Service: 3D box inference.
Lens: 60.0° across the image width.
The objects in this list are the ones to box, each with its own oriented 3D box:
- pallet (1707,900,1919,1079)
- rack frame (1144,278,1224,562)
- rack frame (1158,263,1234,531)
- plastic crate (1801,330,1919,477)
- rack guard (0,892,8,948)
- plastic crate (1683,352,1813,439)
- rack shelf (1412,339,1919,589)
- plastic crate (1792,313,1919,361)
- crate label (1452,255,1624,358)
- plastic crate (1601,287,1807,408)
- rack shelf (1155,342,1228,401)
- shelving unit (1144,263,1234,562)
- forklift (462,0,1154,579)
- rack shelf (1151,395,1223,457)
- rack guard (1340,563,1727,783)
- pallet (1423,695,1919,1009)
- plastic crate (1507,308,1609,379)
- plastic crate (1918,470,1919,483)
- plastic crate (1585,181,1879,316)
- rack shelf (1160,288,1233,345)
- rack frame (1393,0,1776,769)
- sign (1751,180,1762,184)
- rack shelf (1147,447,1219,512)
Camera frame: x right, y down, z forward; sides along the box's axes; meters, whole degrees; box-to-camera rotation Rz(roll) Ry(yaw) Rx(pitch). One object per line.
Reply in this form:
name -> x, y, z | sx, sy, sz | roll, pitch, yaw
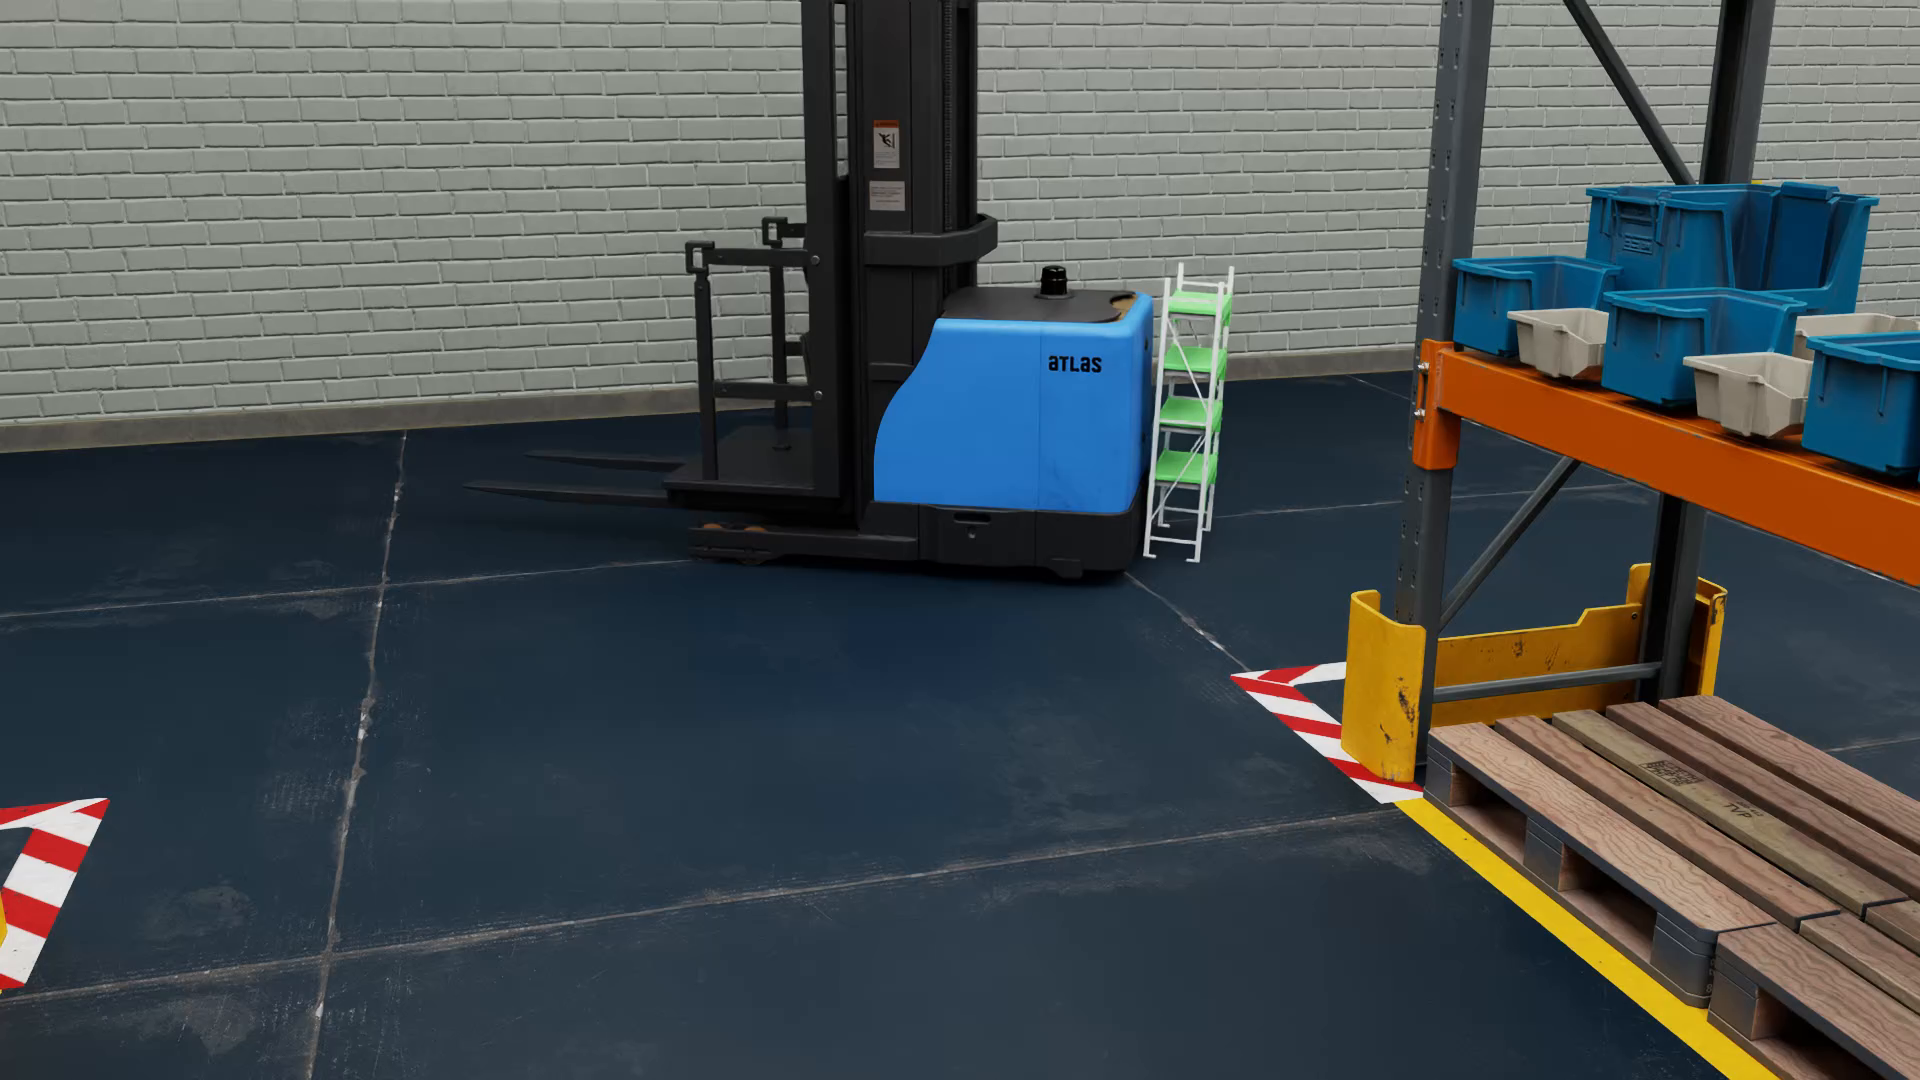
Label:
pallet -> 2.341, 1.117, 3.367 | 1.003, 0.211, 1.213 | -5, 17, -15
rack frame -> 0.936, -0.492, 6.984 | 0.240, 1.200, 0.015 | 6, 18, 12
rack frame -> 1.051, -0.628, 7.438 | 0.240, 1.200, 0.015 | 6, 18, 12
plastic crate -> 1.933, -0.277, 3.346 | 0.416, 0.233, 0.300 | -5, 17, -15
rack guard -> -2.923, 0.822, 3.846 | 1.175, 0.500, 0.348 | -5, 17, -15
plastic crate -> 1.766, -0.312, 3.630 | 0.250, 0.136, 0.298 | -5, 17, -15
rack shelf -> 2.369, 0.111, 3.119 | 1.077, 0.370, 4.000 | -5, 17, -15
plastic crate -> 2.218, -0.478, 4.183 | 0.396, 0.136, 0.243 | -5, 17, -15
crate label -> 1.571, -0.641, 4.558 | 0.416, 0.233, 0.303 | -5, 17, -15
plastic crate -> 1.752, -0.459, 3.952 | 0.416, 0.233, 0.300 | -5, 17, -15
rack shelf -> 1.001, -0.728, 7.159 | 0.258, 0.148, 0.480 | 6, 18, 12
shelving unit -> 0.994, -0.560, 7.211 | 0.258, 1.200, 0.503 | 6, 18, 12
forklift -> -0.697, -1.439, 7.146 | 3.031, 2.935, 1.130 | 3, 17, 11
rack shelf -> 0.991, -0.499, 7.230 | 0.258, 0.148, 0.480 | 6, 18, 12
rack guard -> 1.801, 0.405, 5.235 | 1.175, 0.500, 0.348 | -5, 17, -15
pallet -> 2.009, 0.780, 4.488 | 1.003, 0.211, 1.213 | -5, 17, -15
plastic crate -> 1.579, -0.499, 4.255 | 0.250, 0.136, 0.298 | -5, 17, -15
plastic crate -> 2.015, -0.194, 3.069 | 0.416, 0.233, 0.300 | -5, 17, -15
plastic crate -> 2.091, -0.754, 4.584 | 0.616, 0.435, 0.499 | -5, 17, -15
rack shelf -> 1.011, -0.957, 7.087 | 0.258, 0.148, 0.480 | 6, 18, 12
rack frame -> 1.820, -0.787, 4.857 | 1.000, 3.000, 0.127 | -5, 17, -15
sign -> 2.344, -0.913, 4.993 | 0.100, 0.325, 0.005 | -5, 17, -15
rack shelf -> 0.981, -0.270, 7.302 | 0.258, 0.148, 0.480 | 6, 18, 12
